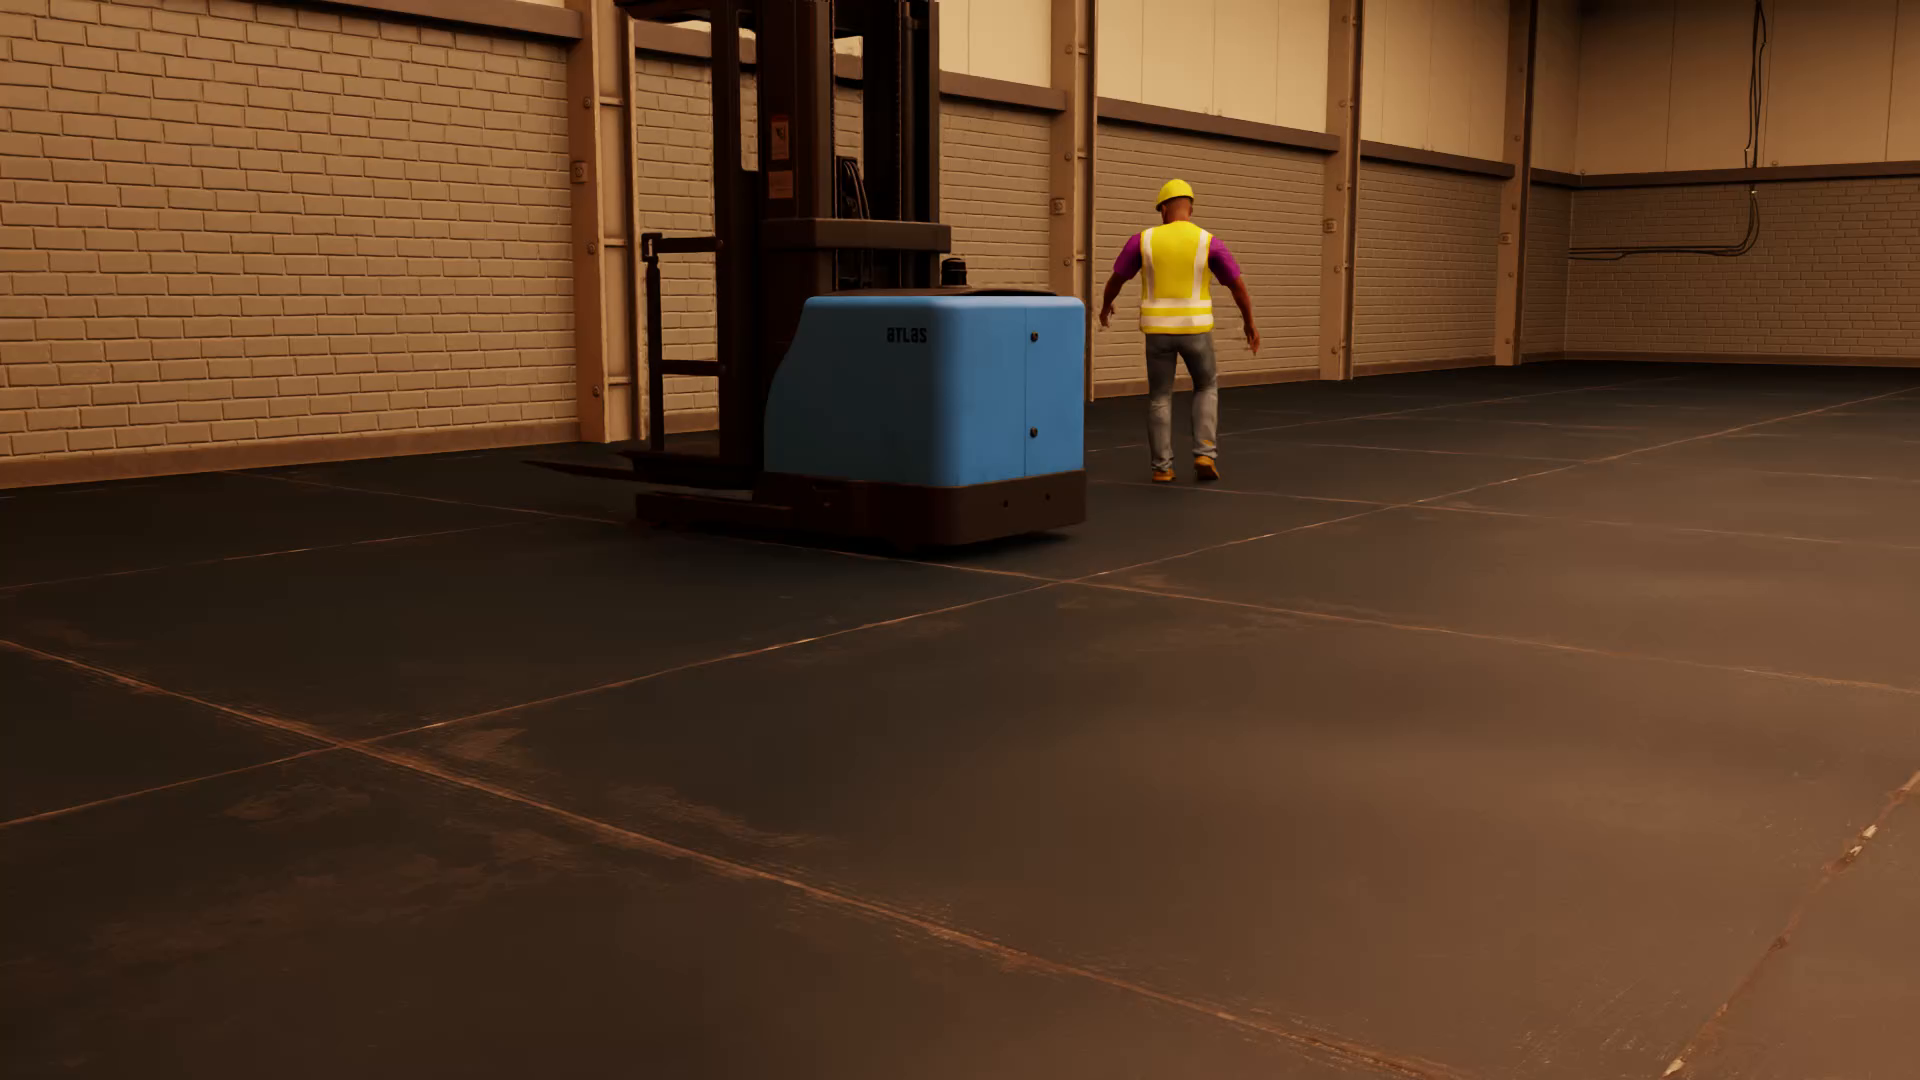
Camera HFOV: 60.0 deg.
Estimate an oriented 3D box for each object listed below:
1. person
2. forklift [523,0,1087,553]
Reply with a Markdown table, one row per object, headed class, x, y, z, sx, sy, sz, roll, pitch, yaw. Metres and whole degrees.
| class | x | y | z | sx | sy | sz | roll | pitch | yaw |
| --- | --- | --- | --- | --- | --- | --- | --- | --- | --- |
| person | 1.268 | -1.253 | 9.738 | 0.966 | 1.681 | 0.497 | 2 | 9 | 16 |
| forklift | -0.899 | -1.545 | 7.840 | 3.031 | 2.935 | 1.130 | 7 | 11 | 38 |
